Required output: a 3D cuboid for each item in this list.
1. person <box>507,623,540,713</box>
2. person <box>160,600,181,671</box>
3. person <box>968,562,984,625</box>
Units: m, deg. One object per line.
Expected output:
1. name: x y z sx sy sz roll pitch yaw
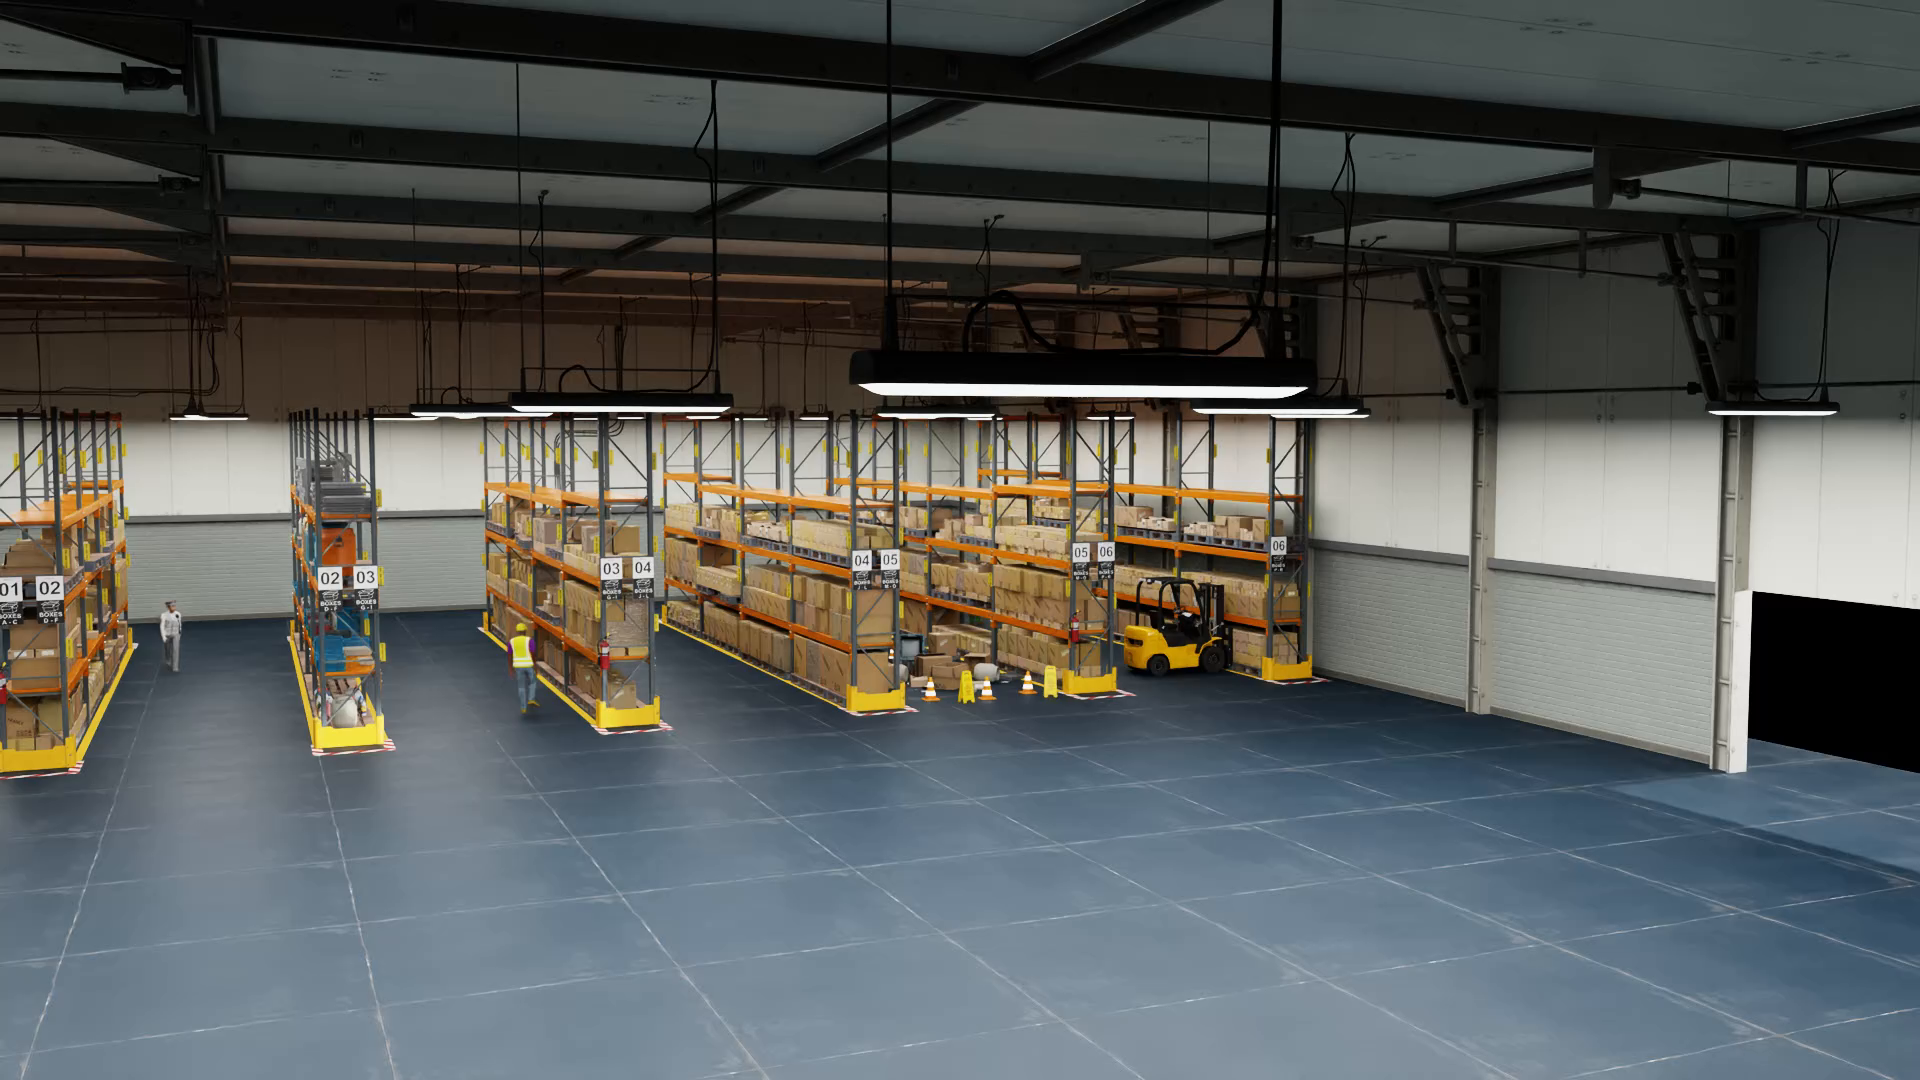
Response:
1. person: -8.663 2.528 32.987 0.600 1.753 0.515 -1 4 -14
2. person: -18.293 2.190 38.547 0.442 1.618 1.049 -2 4 -23
3. person: 0.410 1.519 47.332 0.594 1.790 0.515 -1 4 -9
